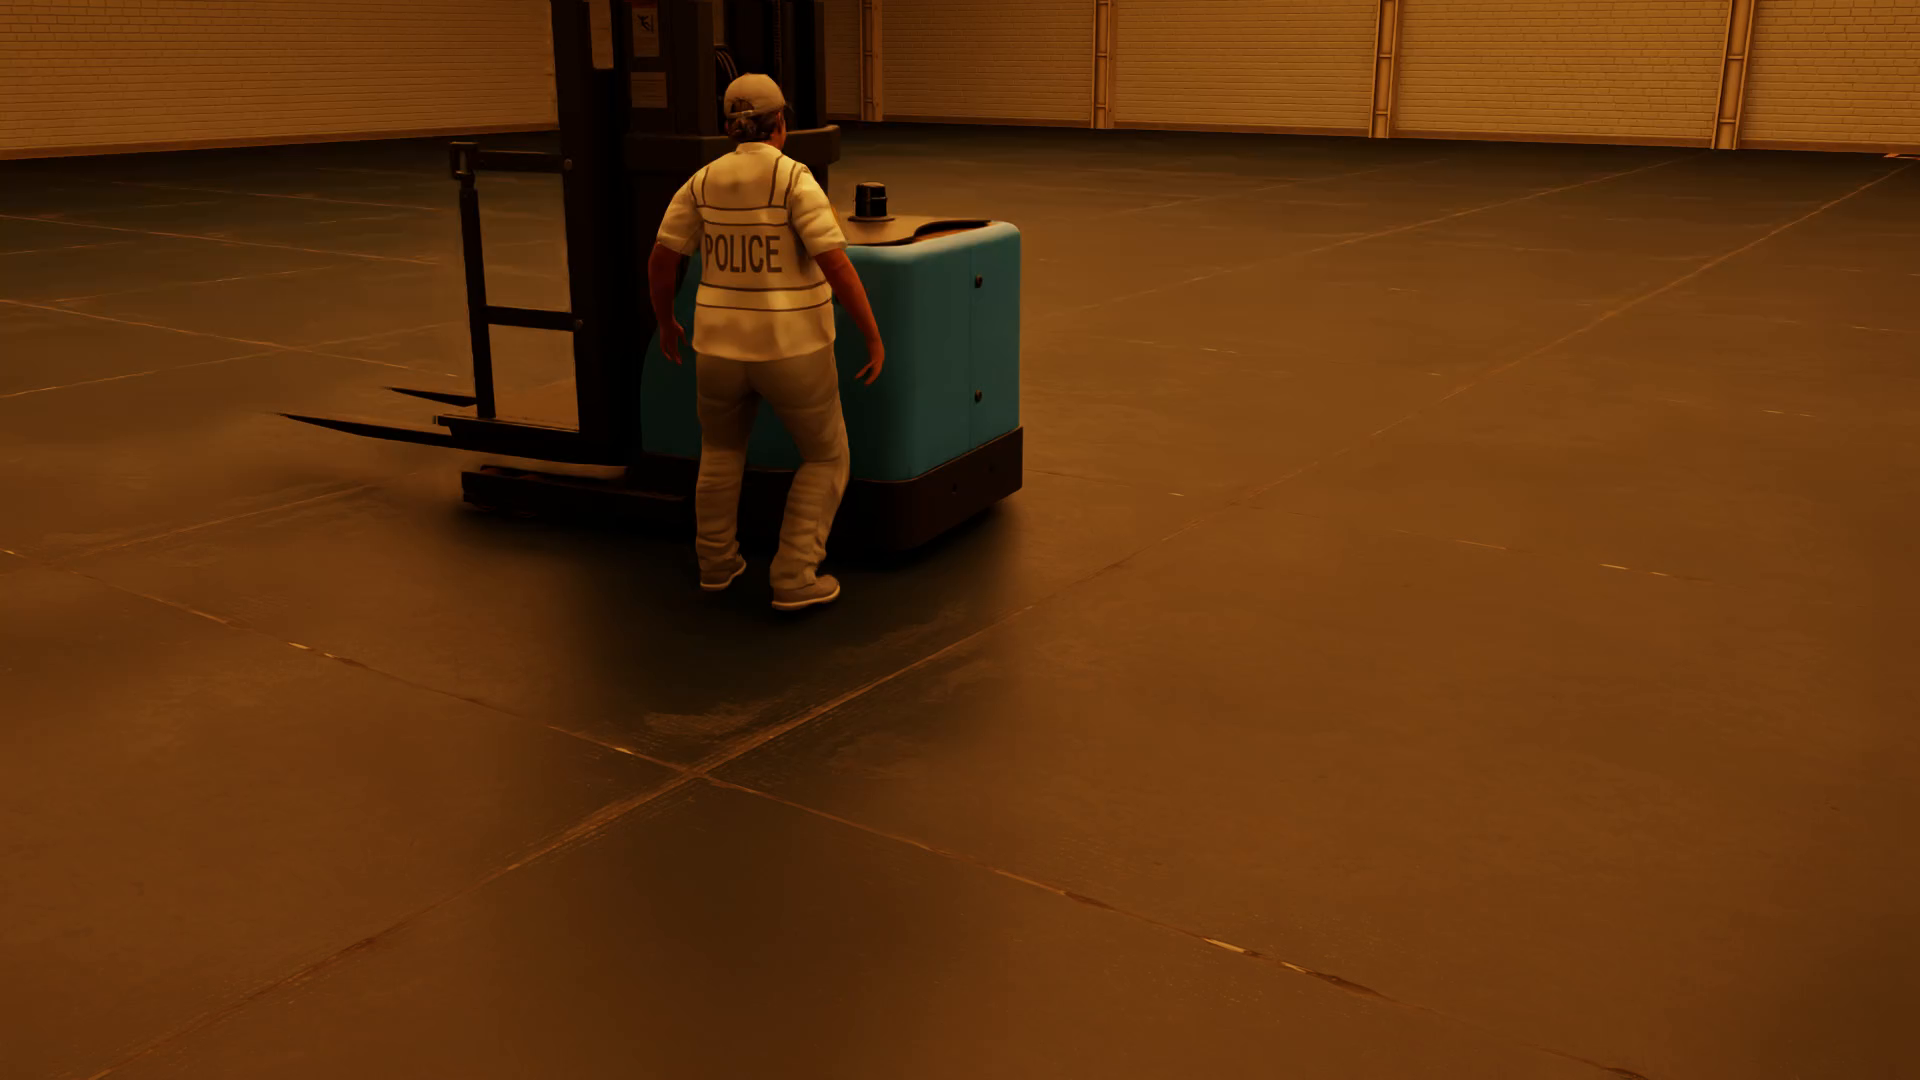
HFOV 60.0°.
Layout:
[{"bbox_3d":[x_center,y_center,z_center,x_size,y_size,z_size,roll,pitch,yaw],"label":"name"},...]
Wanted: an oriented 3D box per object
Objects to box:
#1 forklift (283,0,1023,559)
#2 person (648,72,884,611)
[{"bbox_3d":[-1.316,-1.612,6.223,3.031,2.935,1.130,8,18,25],"label":"forklift"},{"bbox_3d":[-0.588,-0.600,5.125,0.763,1.621,0.473,6,18,20],"label":"person"}]
